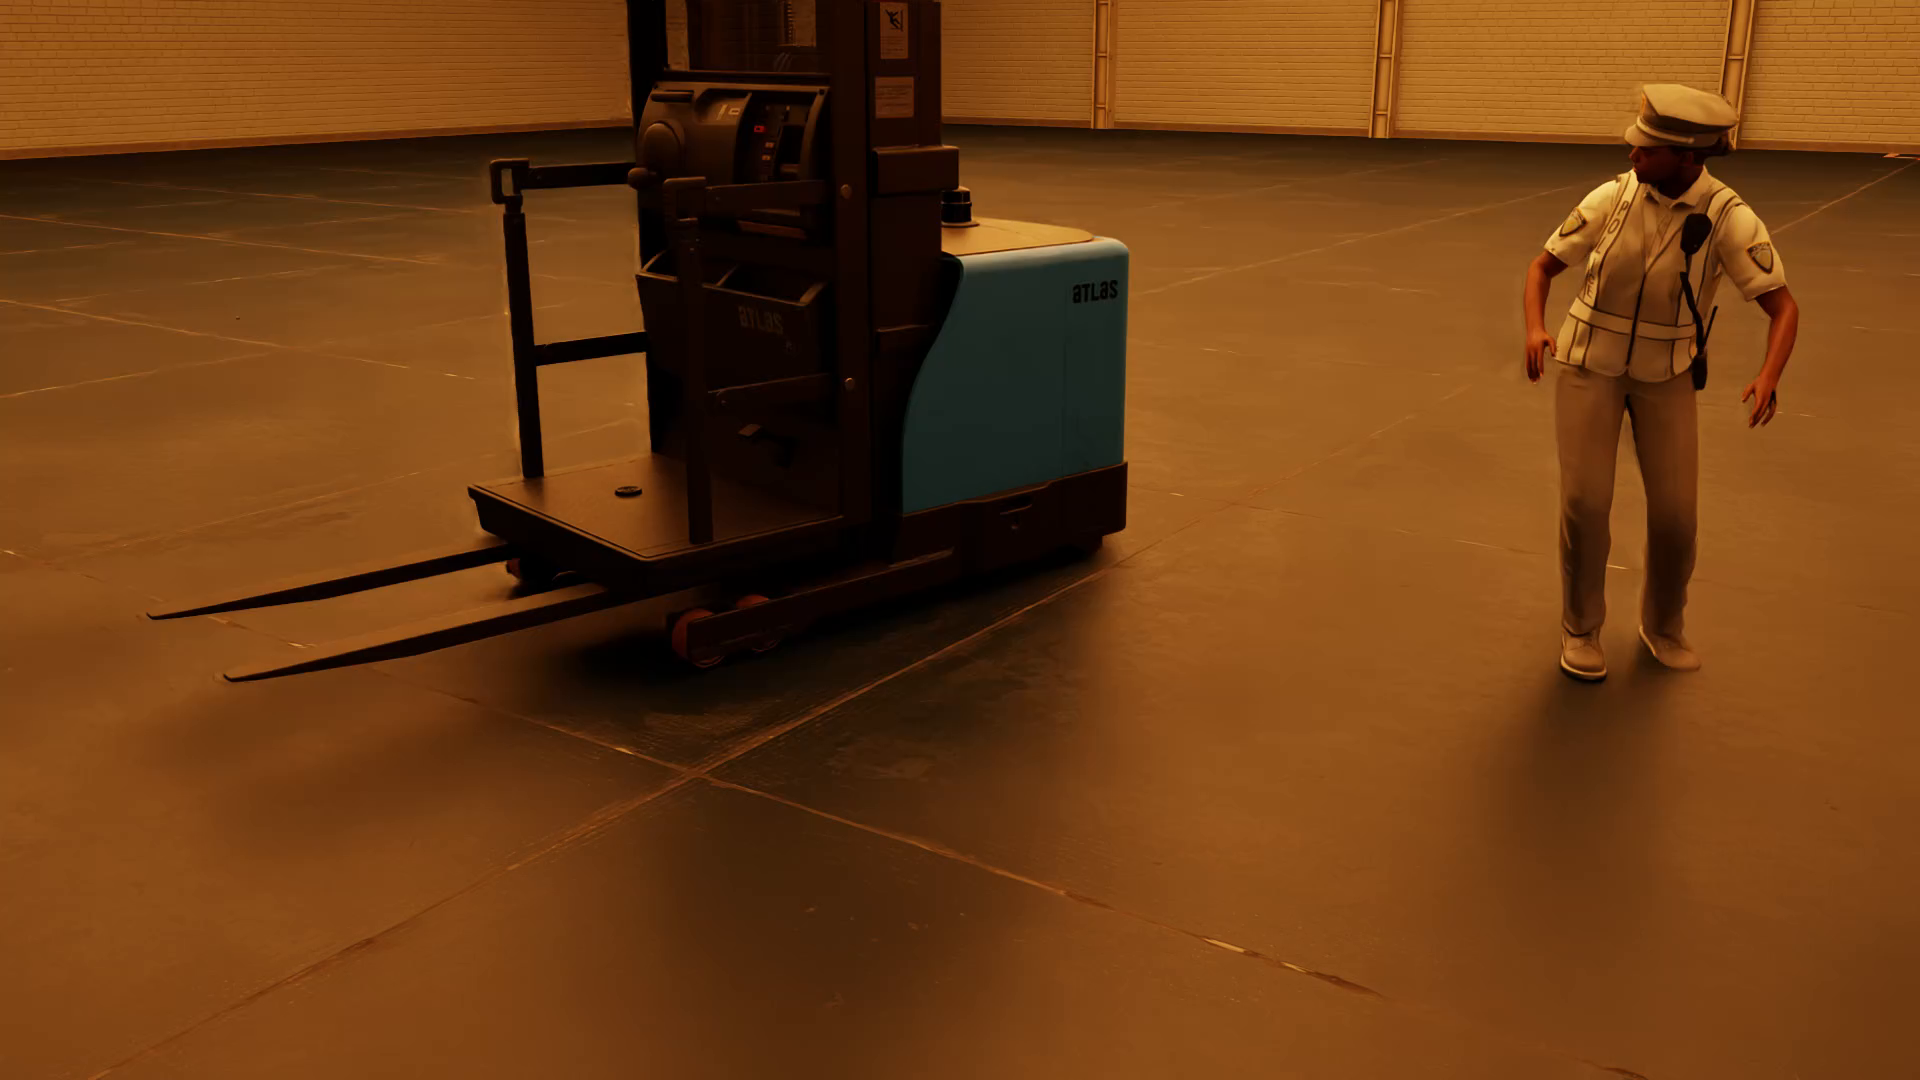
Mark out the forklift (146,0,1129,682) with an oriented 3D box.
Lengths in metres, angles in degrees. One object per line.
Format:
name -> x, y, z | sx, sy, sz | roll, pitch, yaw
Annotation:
forklift -> -0.854, -1.209, 4.875 | 3.031, 2.935, 1.130 | -14, 22, -39

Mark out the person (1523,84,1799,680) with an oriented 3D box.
person -> 1.881, -0.401, 4.557 | 0.692, 1.634, 0.610 | 6, 18, 20
